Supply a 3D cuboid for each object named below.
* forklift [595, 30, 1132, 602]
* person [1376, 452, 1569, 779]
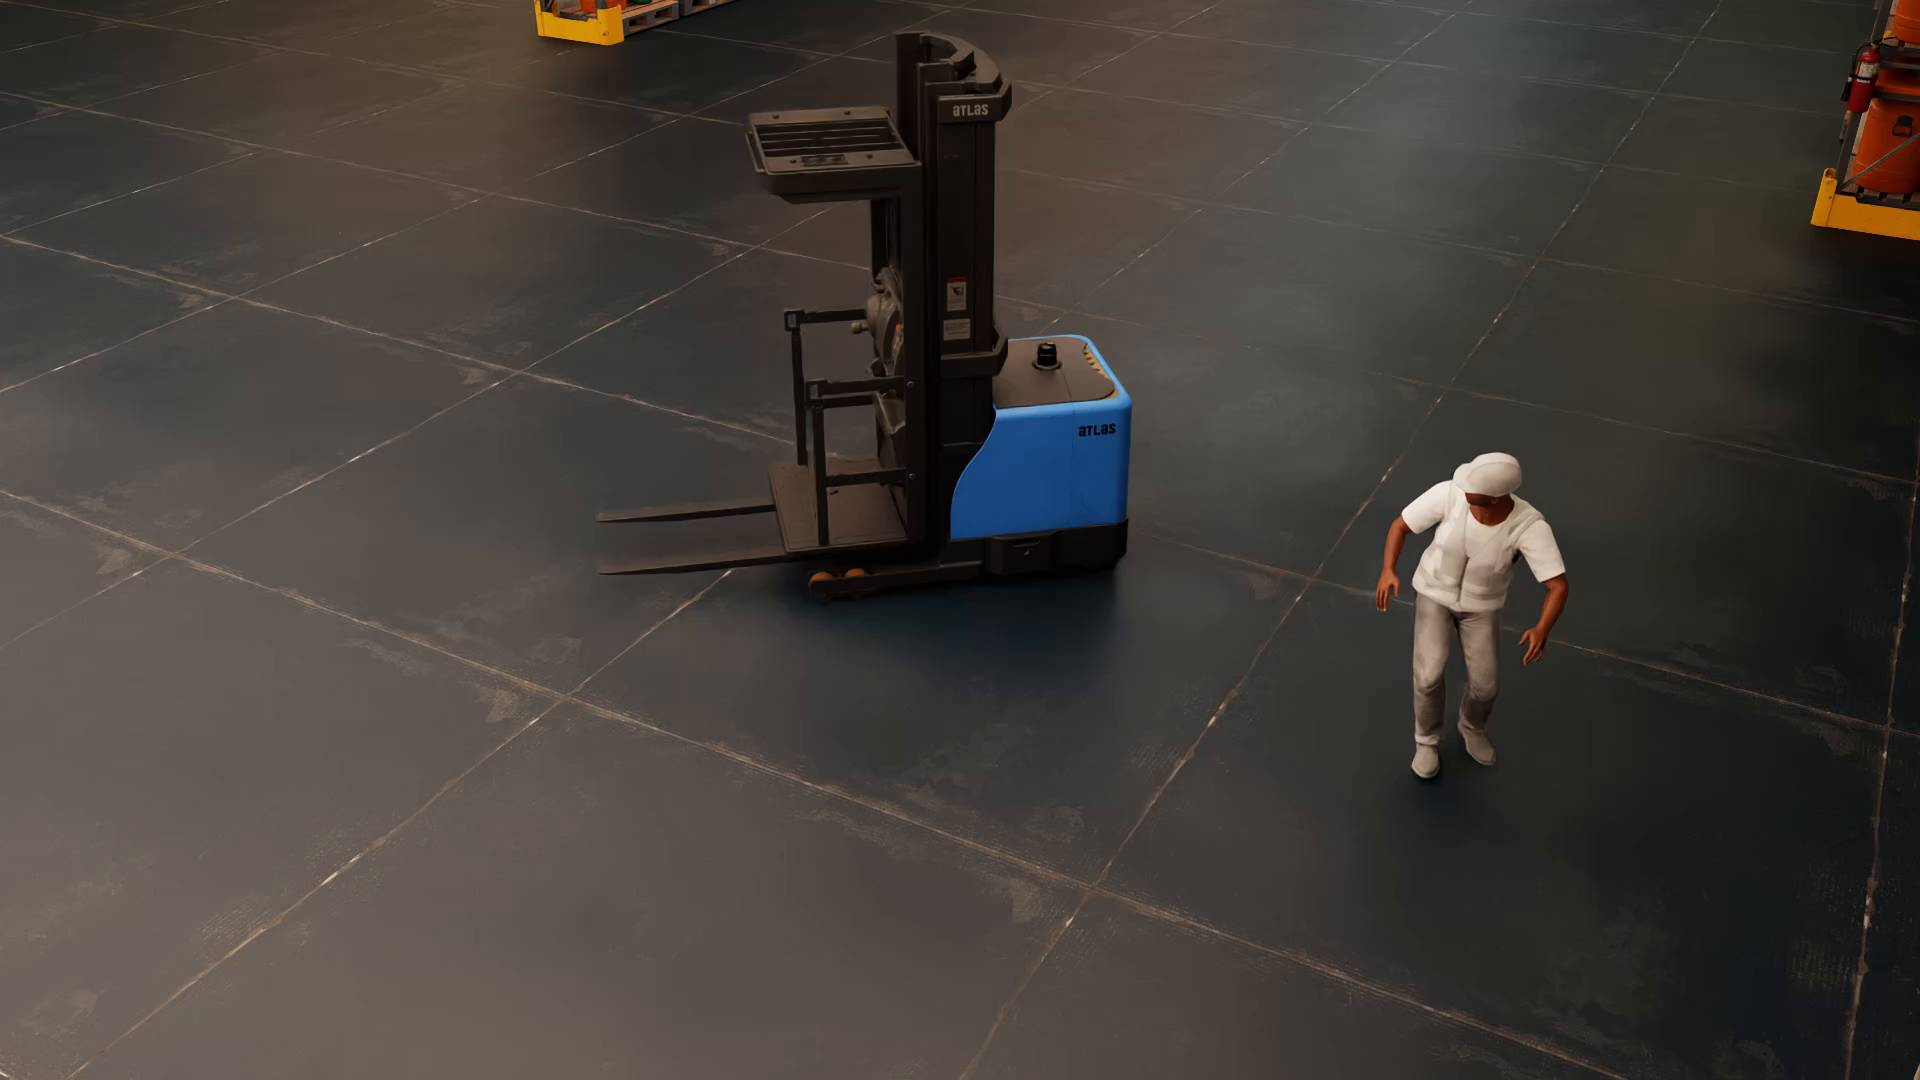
[{"bbox_3d":[-0.598,-1.206,9.161,3.031,2.935,1.130,-6,30,-10],"label":"forklift"},{"bbox_3d":[2.348,0.362,7.715,0.832,1.693,0.707,9,31,15],"label":"person"}]
